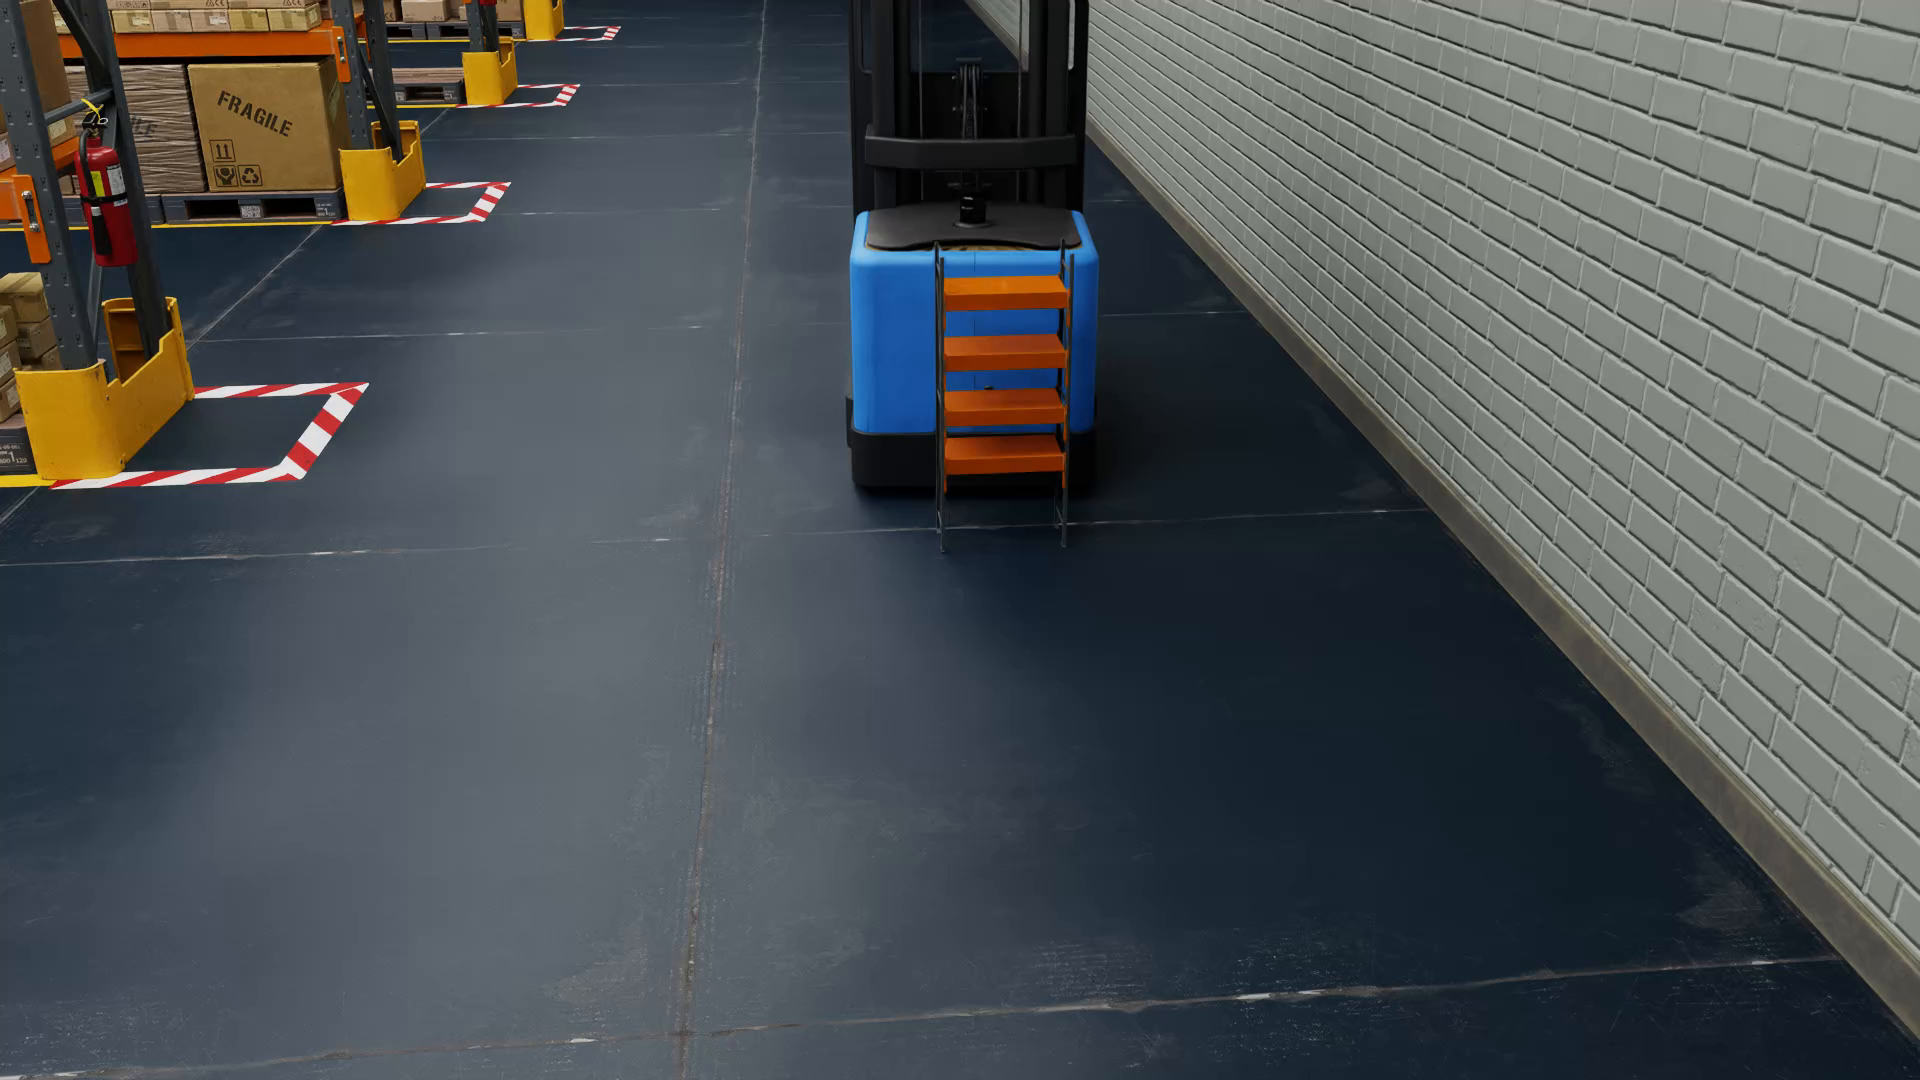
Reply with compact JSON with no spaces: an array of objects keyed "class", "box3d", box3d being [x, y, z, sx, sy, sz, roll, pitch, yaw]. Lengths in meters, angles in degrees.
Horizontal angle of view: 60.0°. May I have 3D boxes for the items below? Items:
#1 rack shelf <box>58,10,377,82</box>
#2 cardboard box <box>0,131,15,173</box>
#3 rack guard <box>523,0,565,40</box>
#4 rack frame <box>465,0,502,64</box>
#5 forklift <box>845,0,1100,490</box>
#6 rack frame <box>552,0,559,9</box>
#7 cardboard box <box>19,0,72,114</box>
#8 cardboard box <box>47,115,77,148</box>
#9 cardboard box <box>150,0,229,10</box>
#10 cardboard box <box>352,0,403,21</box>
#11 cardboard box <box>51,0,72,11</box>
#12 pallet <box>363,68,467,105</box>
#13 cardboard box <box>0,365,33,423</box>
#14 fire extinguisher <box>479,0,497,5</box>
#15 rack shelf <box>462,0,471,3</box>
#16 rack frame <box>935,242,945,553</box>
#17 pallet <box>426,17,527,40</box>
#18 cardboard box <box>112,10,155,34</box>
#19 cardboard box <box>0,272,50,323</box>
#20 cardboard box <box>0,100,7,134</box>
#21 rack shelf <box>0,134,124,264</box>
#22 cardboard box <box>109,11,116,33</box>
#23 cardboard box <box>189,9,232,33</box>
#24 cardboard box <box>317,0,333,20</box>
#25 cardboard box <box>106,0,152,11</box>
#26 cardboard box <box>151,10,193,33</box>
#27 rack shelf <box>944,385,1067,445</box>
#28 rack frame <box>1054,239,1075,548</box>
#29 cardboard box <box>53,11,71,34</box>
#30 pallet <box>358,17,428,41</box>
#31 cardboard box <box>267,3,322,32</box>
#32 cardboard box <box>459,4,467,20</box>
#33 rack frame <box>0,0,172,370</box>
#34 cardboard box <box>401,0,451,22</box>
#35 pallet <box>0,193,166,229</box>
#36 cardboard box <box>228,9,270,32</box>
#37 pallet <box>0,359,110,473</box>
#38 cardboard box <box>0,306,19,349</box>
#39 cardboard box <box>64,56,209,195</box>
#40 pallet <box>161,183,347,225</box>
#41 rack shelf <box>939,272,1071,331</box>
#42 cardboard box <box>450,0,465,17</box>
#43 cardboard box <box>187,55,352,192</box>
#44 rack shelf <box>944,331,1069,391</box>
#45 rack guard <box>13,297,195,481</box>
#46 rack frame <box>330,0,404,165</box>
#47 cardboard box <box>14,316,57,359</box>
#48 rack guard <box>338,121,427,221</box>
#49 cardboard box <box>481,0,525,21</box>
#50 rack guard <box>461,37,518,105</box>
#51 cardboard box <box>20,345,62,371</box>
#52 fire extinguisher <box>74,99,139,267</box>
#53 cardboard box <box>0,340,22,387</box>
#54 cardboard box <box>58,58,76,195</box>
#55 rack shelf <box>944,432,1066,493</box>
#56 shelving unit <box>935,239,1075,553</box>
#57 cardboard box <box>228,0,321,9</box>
[{"class":"rack shelf","box3d":[-6.274,-3.477,11.765,4.000,0.370,1.077,-2,24,-5]},{"class":"cardboard box","box3d":[-4.193,-1.635,7.044,0.250,0.149,0.380,-2,24,-5]},{"class":"rack guard","box3d":[-5.329,-6.745,21.309,0.348,0.500,1.175,-2,24,-5]},{"class":"rack frame","box3d":[-4.770,-5.888,16.303,0.127,3.000,1.000,-2,24,-5]},{"class":"forklift","box3d":[0.033,-2.103,7.873,1.130,2.935,3.031,0,24,-1]},{"class":"rack frame","box3d":[-5.253,-7.890,20.808,0.127,3.000,1.000,-2,24,-5]},{"class":"cardboard box","box3d":[-4.370,-2.152,7.409,0.500,0.500,0.500,-1,24,-3]},{"class":"cardboard box","box3d":[-4.251,-1.881,7.599,0.250,0.149,0.380,-2,24,-6]},{"class":"cardboard box","box3d":[-5.244,-3.806,11.439,0.500,0.250,0.500,-3,24,-6]},{"class":"cardboard box","box3d":[-7.365,-6.867,21.039,0.637,0.503,0.797,-2,24,-5]},{"class":"cardboard box","box3d":[-6.269,-3.763,11.342,0.500,0.250,0.500,-2,24,-5]},{"class":"pallet","box3d":[-5.595,-4.596,16.830,1.213,0.211,1.003,-2,24,-5]},{"class":"cardboard box","box3d":[-4.400,-0.661,7.536,0.250,0.149,0.380,-2,24,-4]},{"class":"fire extinguisher","box3d":[-4.575,-5.504,15.995,0.183,0.674,0.296,-2,24,-5]},{"class":"rack shelf","box3d":[-6.760,-5.479,16.269,4.000,0.370,1.077,-2,24,-5]},{"class":"rack frame","box3d":[-0.078,-0.545,6.499,0.015,1.200,0.240,-2,24,-5]},{"class":"pallet","box3d":[-6.122,-6.580,21.295,1.213,0.211,1.003,-2,24,-5]},{"class":"cardboard box","box3d":[-5.621,-3.582,11.425,0.250,0.149,0.380,-3,24,-6]},{"class":"cardboard box","box3d":[-4.451,-1.154,7.914,0.250,0.149,0.380,-3,24,-8]},{"class":"cardboard box","box3d":[-4.318,-1.936,6.924,0.500,0.500,0.500,-2,24,-4]},{"class":"rack shelf","box3d":[-5.887,-1.468,7.246,4.000,0.370,1.077,-2,24,-5]},{"class":"cardboard box","box3d":[-5.880,-3.571,11.401,0.250,0.149,0.380,-2,24,-5]},{"class":"cardboard box","box3d":[-5.115,-3.603,11.472,0.250,0.149,0.380,-2,24,-5]},{"class":"cardboard box","box3d":[-4.669,-3.890,12.118,0.250,0.149,0.380,-2,24,-5]},{"class":"cardboard box","box3d":[-5.751,-3.786,11.393,0.500,0.250,0.500,-3,24,-7]},{"class":"cardboard box","box3d":[-5.363,-3.593,11.450,0.250,0.149,0.380,-2,24,-4]},{"class":"rack shelf","box3d":[0.165,-0.493,6.548,0.480,0.148,0.258,-2,24,-5]},{"class":"rack frame","box3d":[0.408,-0.565,6.543,0.015,1.200,0.240,-2,24,-5]},{"class":"cardboard box","box3d":[-6.126,-3.563,11.381,0.250,0.149,0.380,-2,24,-4]},{"class":"pallet","box3d":[-7.333,-6.533,21.188,1.213,0.211,1.003,-2,24,-5]},{"class":"cardboard box","box3d":[-4.605,-3.623,11.518,0.250,0.149,0.380,-2,24,-4]},{"class":"cardboard box","box3d":[-6.182,-6.695,21.066,0.250,0.166,0.380,-2,24,-5]},{"class":"rack frame","box3d":[-3.896,-1.877,7.279,0.127,3.000,1.000,-2,24,-5]},{"class":"cardboard box","box3d":[-6.718,-6.687,20.946,0.500,0.250,0.500,-2,24,-5]},{"class":"pallet","box3d":[-6.283,-2.500,12.115,1.213,0.211,1.003,-2,24,-5]},{"class":"cardboard box","box3d":[-4.864,-3.612,11.493,0.250,0.149,0.380,-2,24,-5]},{"class":"pallet","box3d":[-4.784,-0.581,7.798,1.213,0.211,1.003,-2,24,-5]},{"class":"cardboard box","box3d":[-4.398,-0.914,7.374,0.250,0.149,0.380,-2,24,-5]},{"class":"cardboard box","box3d":[-5.818,-3.012,11.933,0.875,0.875,0.875,-2,24,-5]},{"class":"pallet","box3d":[-5.071,-2.548,12.222,1.213,0.211,1.003,-2,24,-5]},{"class":"rack shelf","box3d":[0.165,-0.914,6.362,0.480,0.148,0.258,-2,24,-5]},{"class":"cardboard box","box3d":[-6.320,-6.907,21.441,0.500,0.250,0.500,-2,24,-5]},{"class":"cardboard box","box3d":[-4.912,-3.049,12.015,0.875,0.875,0.875,-2,24,-5]},{"class":"rack shelf","box3d":[0.165,-0.698,6.458,0.480,0.148,0.258,-2,24,-5]},{"class":"rack guard","box3d":[-3.972,-0.731,7.780,0.348,0.500,1.175,-2,24,-5]},{"class":"rack frame","box3d":[-4.283,-3.886,11.799,0.127,3.000,1.000,-2,24,-5]},{"class":"cardboard box","box3d":[-4.443,-0.985,7.899,0.250,0.149,0.380,-1,24,-3]},{"class":"rack guard","box3d":[-4.259,-2.744,12.309,0.348,0.500,1.175,-2,24,-5]},{"class":"cardboard box","box3d":[-5.770,-6.827,20.953,0.500,0.500,0.500,-2,24,-5]},{"class":"rack guard","box3d":[-4.747,-4.751,16.824,0.348,0.500,1.175,-2,24,-5]},{"class":"cardboard box","box3d":[-4.449,-0.874,8.017,0.250,0.149,0.380,-2,24,-4]},{"class":"fire extinguisher","box3d":[-3.600,-1.494,6.974,0.183,0.674,0.296,-2,24,-5]},{"class":"cardboard box","box3d":[-4.393,-0.765,7.406,0.250,0.149,0.380,-3,24,-7]},{"class":"cardboard box","box3d":[-6.704,-2.977,11.853,0.875,0.875,0.875,-2,24,-5]},{"class":"rack shelf","box3d":[0.165,-0.312,6.629,0.480,0.148,0.258,-2,24,-5]},{"class":"shelving unit","box3d":[0.165,-0.555,6.521,0.503,1.200,0.258,-2,24,-5]},{"class":"cardboard box","box3d":[-4.739,-3.826,11.484,0.500,0.250,0.500,-3,24,-6]}]
